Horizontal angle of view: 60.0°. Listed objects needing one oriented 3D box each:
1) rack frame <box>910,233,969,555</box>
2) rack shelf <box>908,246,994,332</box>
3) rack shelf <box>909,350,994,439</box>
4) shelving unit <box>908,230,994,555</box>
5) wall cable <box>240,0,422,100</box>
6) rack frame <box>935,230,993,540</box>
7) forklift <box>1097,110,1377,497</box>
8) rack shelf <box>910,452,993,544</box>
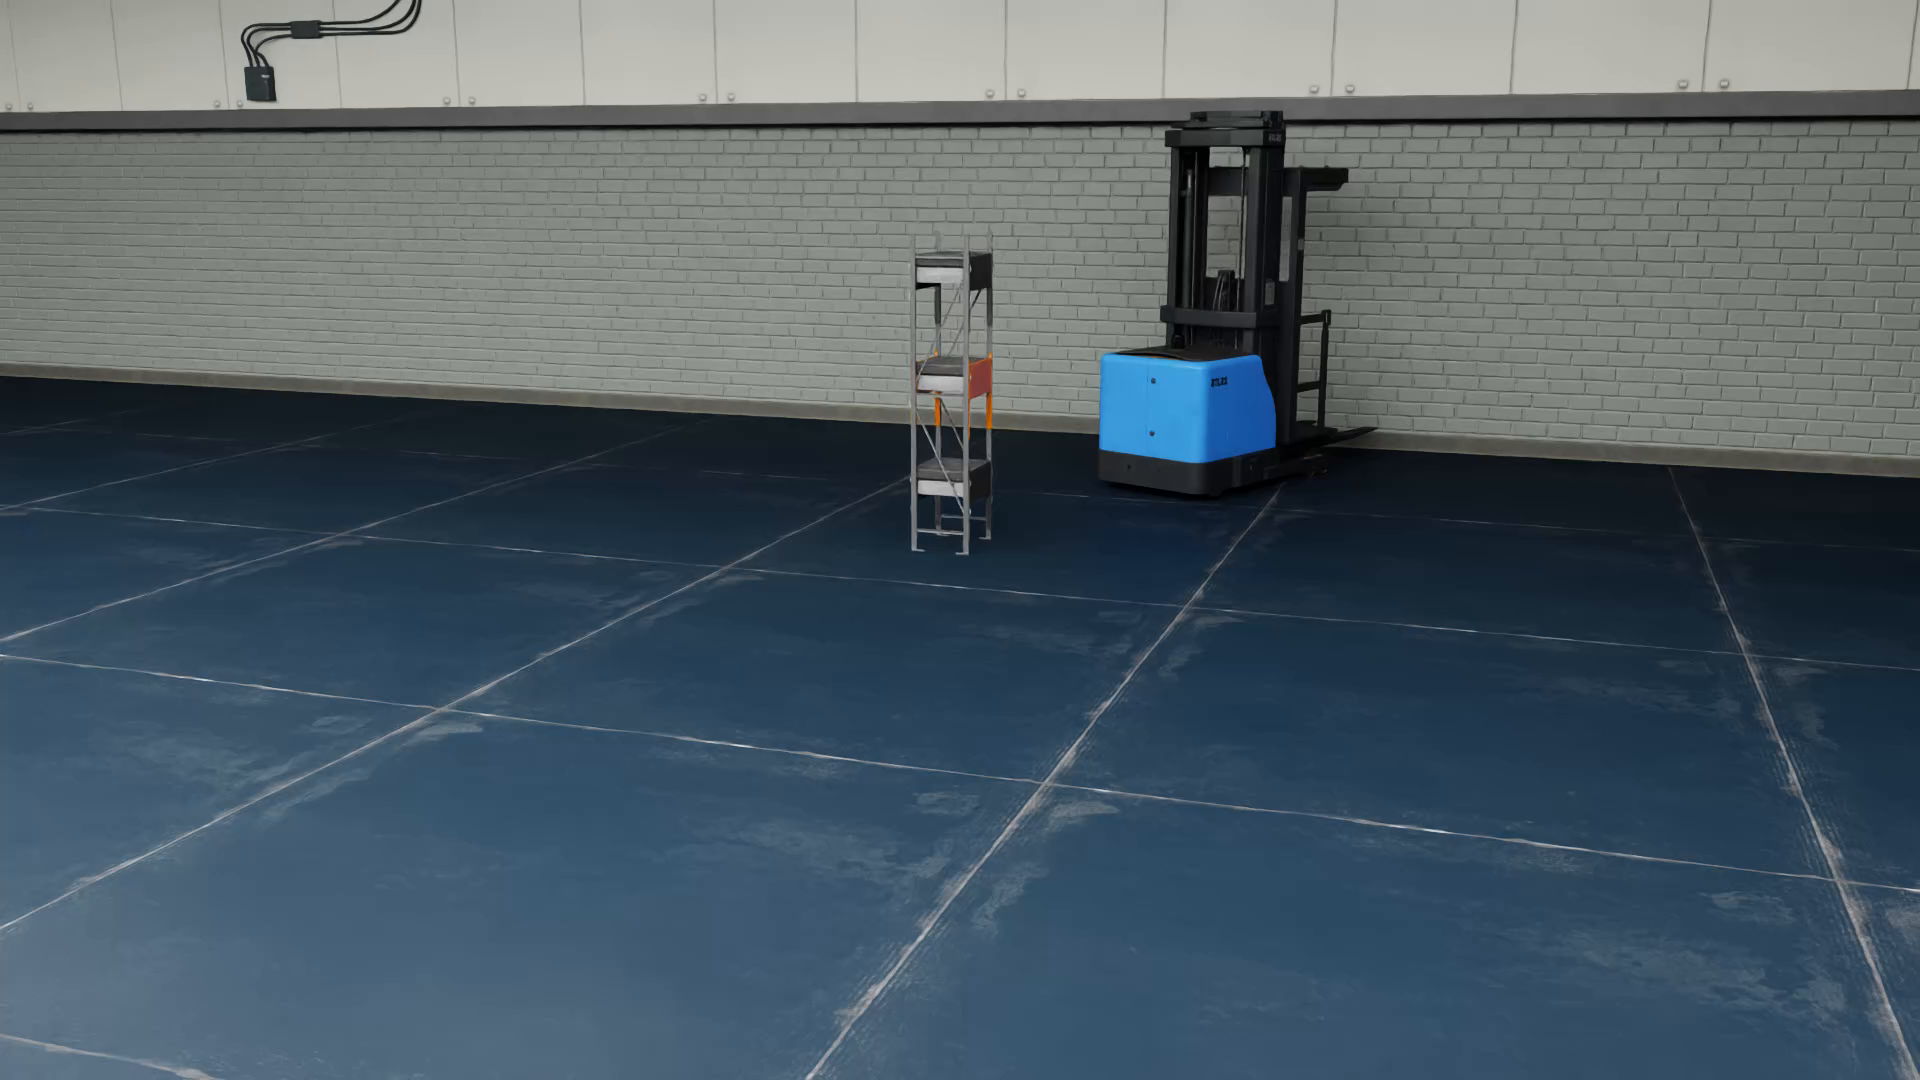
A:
[{"bbox_3d":[-0.133,-0.937,10.876,0.400,2.100,0.015,4,14,18],"label":"rack frame"},{"bbox_3d":[-0.054,-1.658,10.949,0.431,0.518,0.480,4,14,18],"label":"rack shelf"},{"bbox_3d":[-0.054,-0.976,11.105,0.431,0.518,0.480,4,14,18],"label":"rack shelf"},{"bbox_3d":[-0.054,-0.989,11.102,0.431,2.100,0.503,4,14,18],"label":"shelving unit"},{"bbox_3d":[-6.690,-7.657,17.170,2.305,6.003,0.169,4,14,18],"label":"wall cable"},{"bbox_3d":[0.025,-1.040,11.327,0.400,2.100,0.015,4,14,18],"label":"rack frame"},{"bbox_3d":[2.465,-2.022,13.760,1.130,2.935,3.031,12,17,41],"label":"forklift"},{"bbox_3d":[-0.054,-0.293,11.260,0.431,0.518,0.480,4,14,18],"label":"rack shelf"}]
